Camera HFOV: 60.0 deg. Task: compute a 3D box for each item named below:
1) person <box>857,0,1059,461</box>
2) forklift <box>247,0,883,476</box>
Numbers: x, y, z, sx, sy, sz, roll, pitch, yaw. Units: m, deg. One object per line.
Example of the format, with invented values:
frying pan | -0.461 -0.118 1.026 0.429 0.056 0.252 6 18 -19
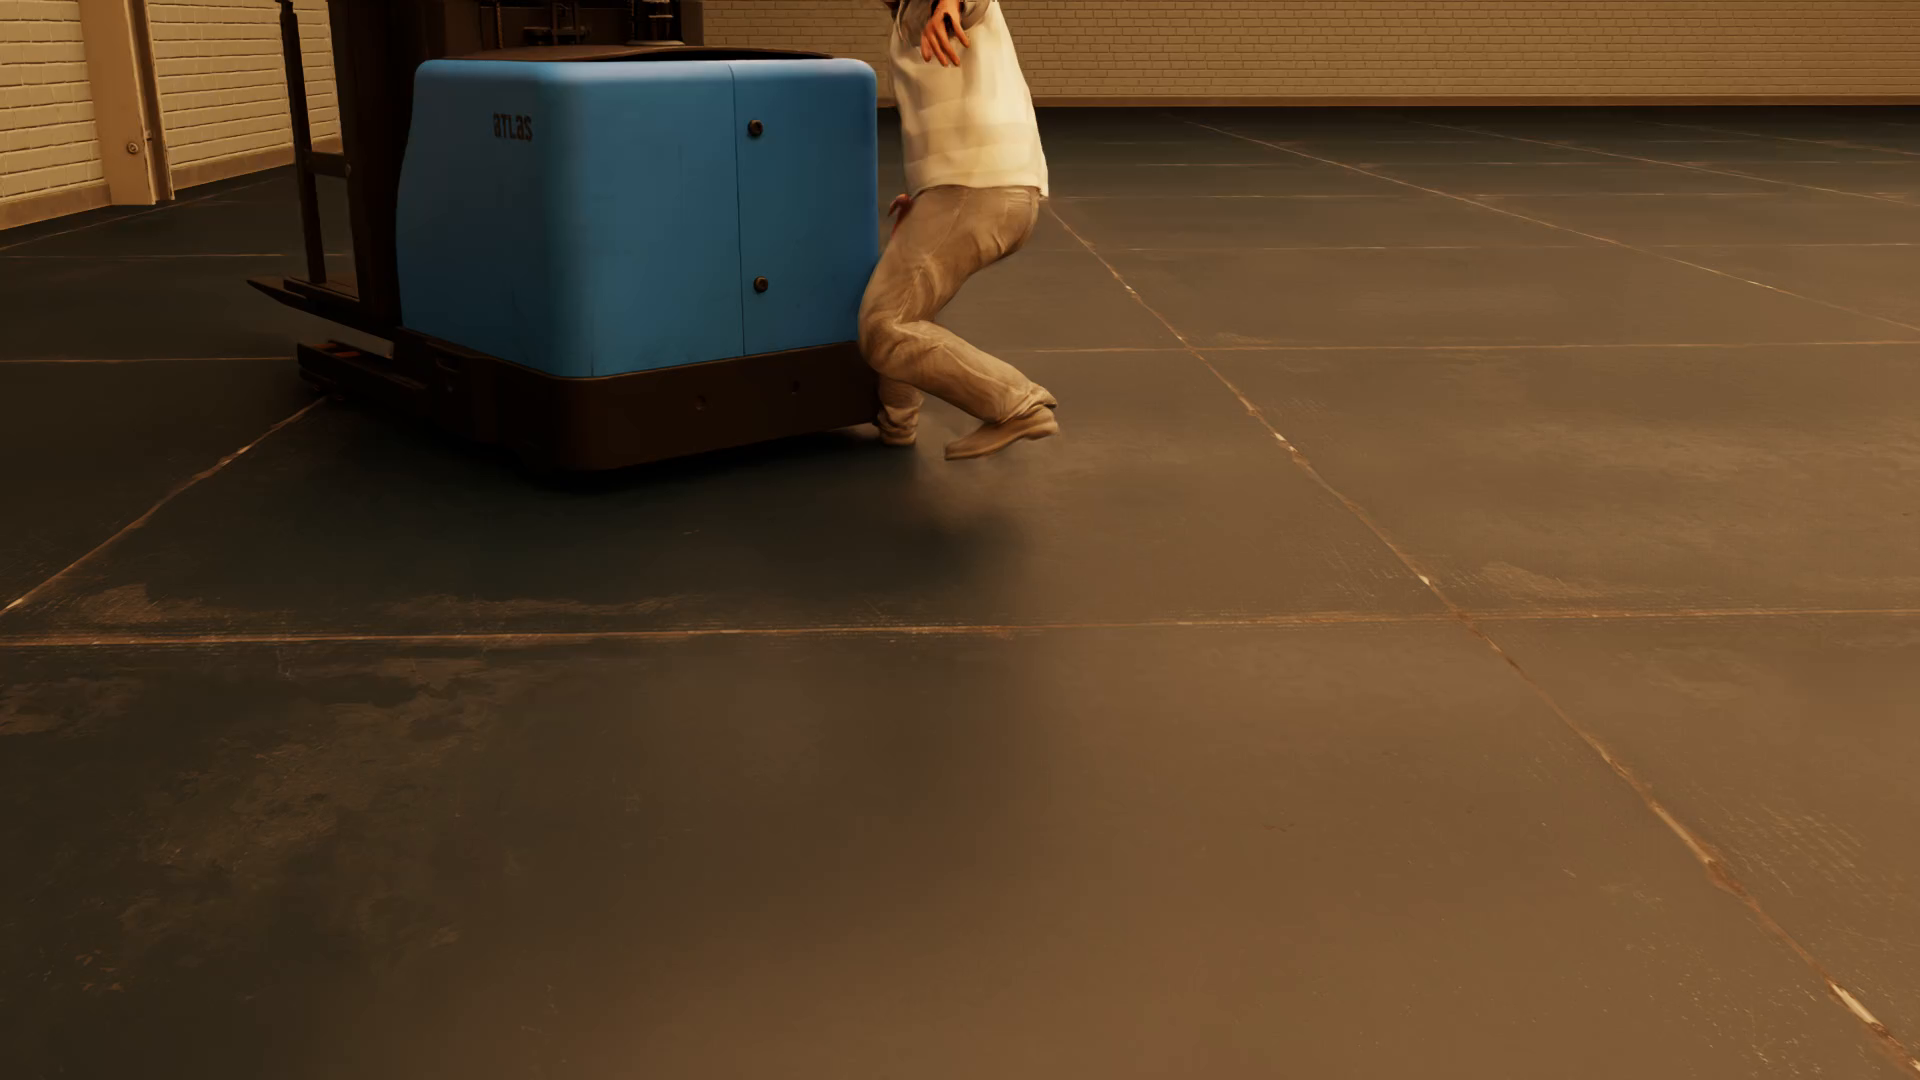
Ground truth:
person | -0.044 -0.885 4.274 0.682 1.505 1.148 4 17 12
forklift | -1.548 -1.931 5.221 1.130 2.935 3.031 -14 22 -38
